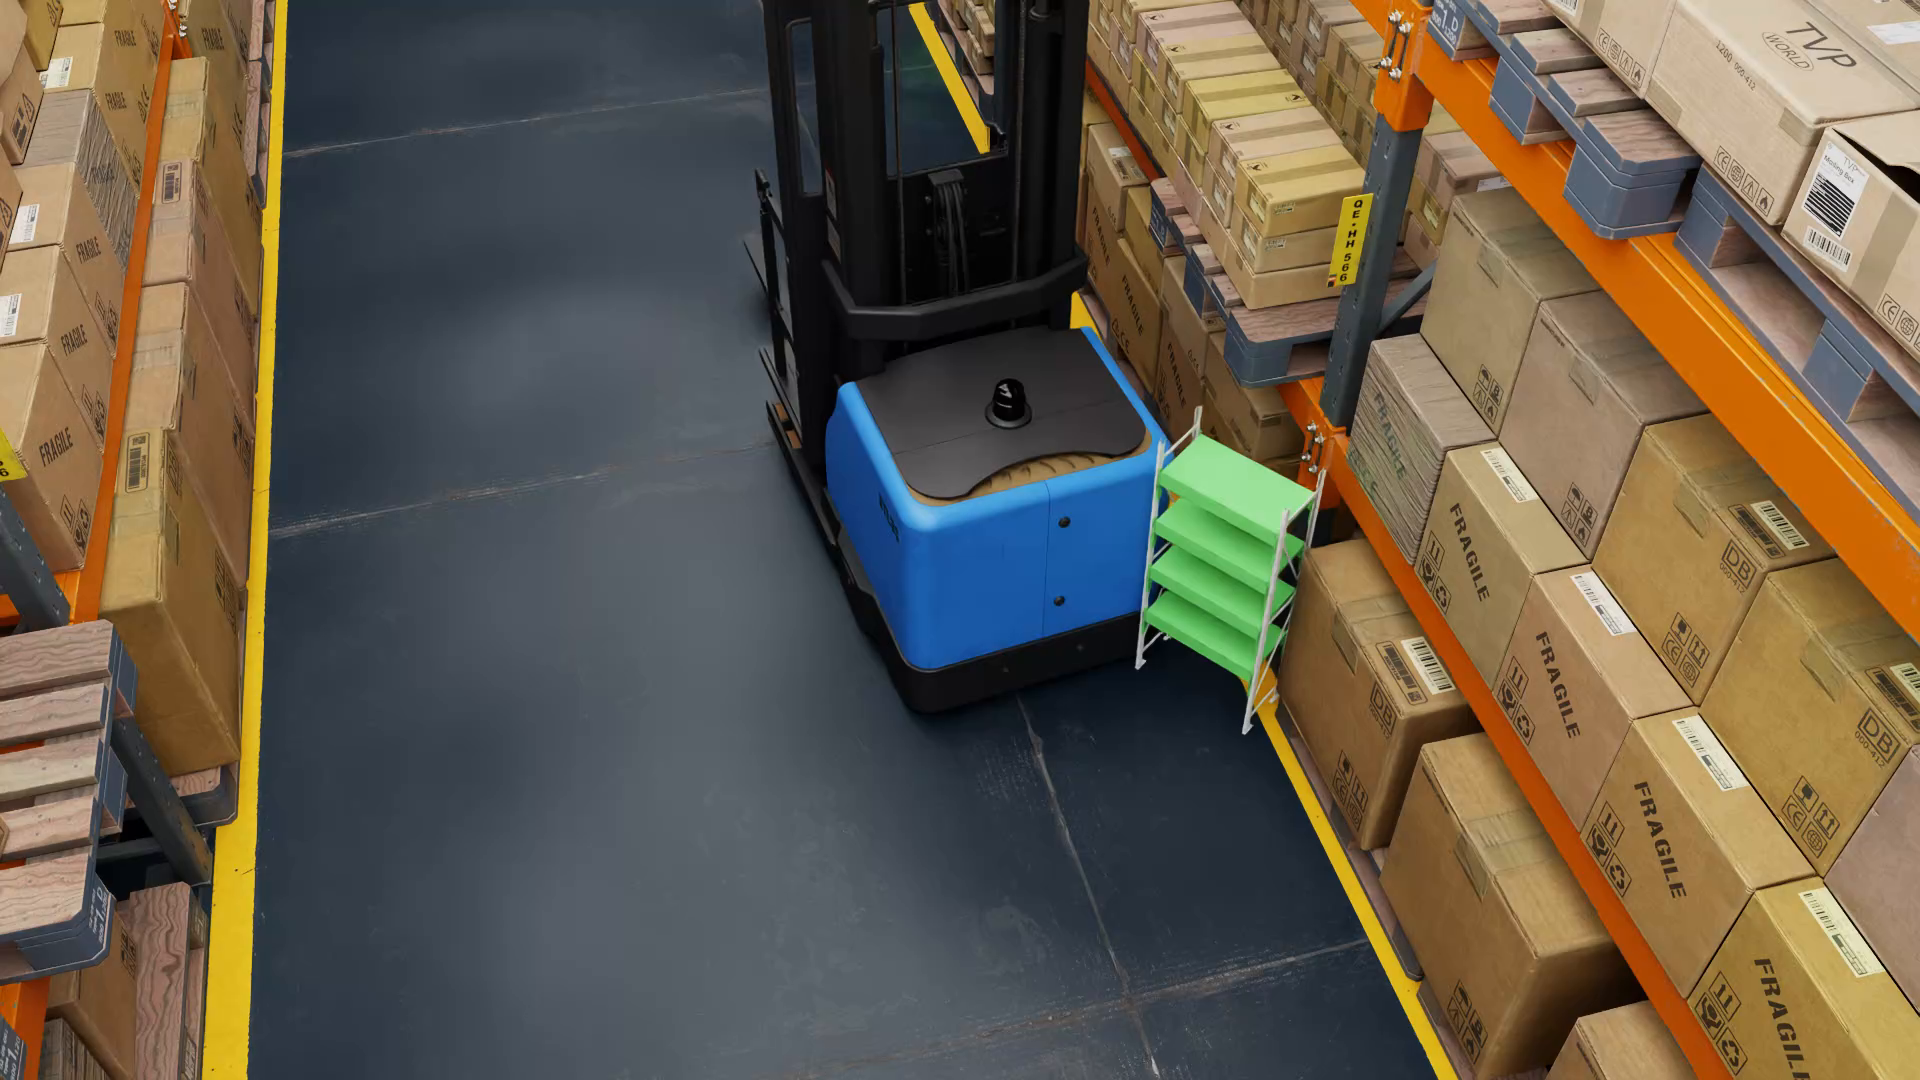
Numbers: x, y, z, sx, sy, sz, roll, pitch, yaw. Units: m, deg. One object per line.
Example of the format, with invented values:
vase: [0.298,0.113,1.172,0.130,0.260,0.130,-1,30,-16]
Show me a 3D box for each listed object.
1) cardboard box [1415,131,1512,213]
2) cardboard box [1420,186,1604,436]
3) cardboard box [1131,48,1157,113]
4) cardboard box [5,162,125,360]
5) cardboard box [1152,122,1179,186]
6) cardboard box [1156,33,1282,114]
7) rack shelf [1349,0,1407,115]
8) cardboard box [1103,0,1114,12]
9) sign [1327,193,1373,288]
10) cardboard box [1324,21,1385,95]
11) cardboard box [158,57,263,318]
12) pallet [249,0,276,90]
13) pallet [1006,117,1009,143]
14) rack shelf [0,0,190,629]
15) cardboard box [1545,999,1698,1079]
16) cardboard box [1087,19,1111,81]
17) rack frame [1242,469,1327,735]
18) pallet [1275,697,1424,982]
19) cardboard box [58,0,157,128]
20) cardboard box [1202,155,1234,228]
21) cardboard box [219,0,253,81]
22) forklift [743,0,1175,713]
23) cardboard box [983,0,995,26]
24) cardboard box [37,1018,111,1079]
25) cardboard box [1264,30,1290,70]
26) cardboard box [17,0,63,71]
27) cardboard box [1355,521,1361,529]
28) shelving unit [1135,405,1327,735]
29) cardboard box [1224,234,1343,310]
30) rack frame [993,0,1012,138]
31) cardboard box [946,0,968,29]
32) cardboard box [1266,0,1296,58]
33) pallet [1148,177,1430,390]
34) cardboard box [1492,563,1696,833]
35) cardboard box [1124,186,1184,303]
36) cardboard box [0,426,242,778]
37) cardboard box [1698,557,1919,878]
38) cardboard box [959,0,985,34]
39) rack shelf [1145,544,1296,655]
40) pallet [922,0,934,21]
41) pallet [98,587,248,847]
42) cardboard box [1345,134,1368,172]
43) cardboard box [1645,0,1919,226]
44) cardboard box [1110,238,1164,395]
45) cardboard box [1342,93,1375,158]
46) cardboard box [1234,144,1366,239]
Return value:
cardboard box: [1.772,-1.257,5.597,0.380,0.149,0.250,-11,47,-10]
cardboard box: [1.809,-0.705,4.821,0.700,0.500,0.500,-11,47,-11]
cardboard box: [0.872,-1.763,6.302,0.380,0.149,0.250,-11,47,-11]
cardboard box: [-3.247,-0.924,5.736,0.500,0.500,0.500,-11,47,-11]
cardboard box: [0.945,-1.469,6.222,0.380,0.149,0.250,-11,47,-11]
cardboard box: [0.934,-1.692,6.024,0.380,0.149,0.250,-9,46,-9]
rack shelf: [1.192,-2.811,6.058,1.077,0.370,4.000,-11,47,-10]
cardboard box: [0.740,-2.227,6.548,0.380,0.149,0.250,-9,46,-9]
sign: [1.182,-0.904,5.031,0.100,0.325,0.005,-11,47,-10]
cardboard box: [1.576,-1.792,6.122,0.380,0.149,0.250,-13,47,-12]
cardboard box: [-3.958,-1.521,7.585,1.225,0.875,0.875,-11,47,-10]
pallet: [-4.576,-2.963,9.757,1.003,0.211,1.213,-11,47,-10]
pallet: [0.880,-1.880,8.695,1.003,0.211,1.213,-11,47,-10]
rack shelf: [-3.629,-0.924,6.309,1.077,0.370,4.000,-11,47,-10]
cardboard box: [2.239,1.692,4.524,1.050,0.750,0.750,-11,47,-10]
cardboard box: [0.737,-2.021,6.763,0.380,0.149,0.250,-13,47,-12]
rack frame: [1.126,0.246,5.823,0.015,1.200,0.240,31,55,26]
pallet: [1.833,0.902,5.969,1.003,0.211,1.213,-11,47,-10]
cardboard box: [-3.637,-1.975,6.766,0.500,0.500,0.500,-9,46,-9]
cardboard box: [1.067,-1.237,5.786,0.380,0.149,0.250,-9,46,-9]
cardboard box: [-4.463,-3.051,9.084,0.875,0.875,0.875,-11,47,-10]
forklift: [-0.217,-1.447,6.366,1.130,2.935,3.031,-15,47,-14]
cardboard box: [0.337,-2.949,9.076,0.380,0.149,0.250,-9,46,-9]
cardboard box: [-2.772,1.766,4.612,0.700,0.500,0.500,-14,47,-14]
cardboard box: [1.443,-1.952,6.695,0.380,0.149,0.250,-10,46,-10]
cardboard box: [-3.805,-2.027,6.115,0.797,0.503,0.637,-10,46,-10]
cardboard box: [1.769,-0.439,6.787,0.500,0.500,0.500,-13,47,-12]
shelving unit: [0.938,0.134,5.931,0.503,1.200,0.258,31,55,26]
cardboard box: [1.133,-0.947,5.711,0.380,0.149,0.250,-10,46,-10]
rack frame: [0.680,-3.393,8.226,1.000,3.000,0.127,-11,47,-10]
cardboard box: [0.134,-3.116,9.657,0.380,0.149,0.250,-12,47,-12]
cardboard box: [1.443,-2.054,6.587,0.380,0.149,0.250,-11,47,-11]
pallet: [1.418,-1.037,6.051,1.213,0.211,1.003,-11,47,-10]
cardboard box: [1.819,0.391,4.447,0.500,0.500,0.500,-11,47,-10]
cardboard box: [1.021,-1.291,7.097,0.500,0.250,0.500,-10,46,-9]
cardboard box: [-3.273,0.322,5.779,1.225,0.875,0.875,-13,47,-12]
cardboard box: [2.204,0.351,3.787,0.700,0.500,0.500,-11,47,-11]
cardboard box: [0.211,-2.991,9.325,0.380,0.149,0.250,-13,47,-12]
rack shelf: [0.939,0.177,5.978,0.480,0.148,0.258,31,55,26]
pallet: [0.158,-3.718,10.497,1.003,0.211,1.213,-11,47,-10]
pallet: [-3.246,0.623,6.242,1.003,0.211,1.213,-11,47,-10]
cardboard box: [1.646,-1.408,6.162,0.380,0.149,0.250,-9,46,-8]
cardboard box: [1.805,-0.925,3.448,0.500,0.250,0.500,-10,46,-9]
cardboard box: [1.002,-1.032,7.368,0.500,0.500,0.500,-13,47,-12]
cardboard box: [1.631,-1.536,6.079,0.380,0.149,0.250,-12,47,-12]
cardboard box: [1.135,-1.154,5.496,0.380,0.149,0.250,-12,47,-12]
